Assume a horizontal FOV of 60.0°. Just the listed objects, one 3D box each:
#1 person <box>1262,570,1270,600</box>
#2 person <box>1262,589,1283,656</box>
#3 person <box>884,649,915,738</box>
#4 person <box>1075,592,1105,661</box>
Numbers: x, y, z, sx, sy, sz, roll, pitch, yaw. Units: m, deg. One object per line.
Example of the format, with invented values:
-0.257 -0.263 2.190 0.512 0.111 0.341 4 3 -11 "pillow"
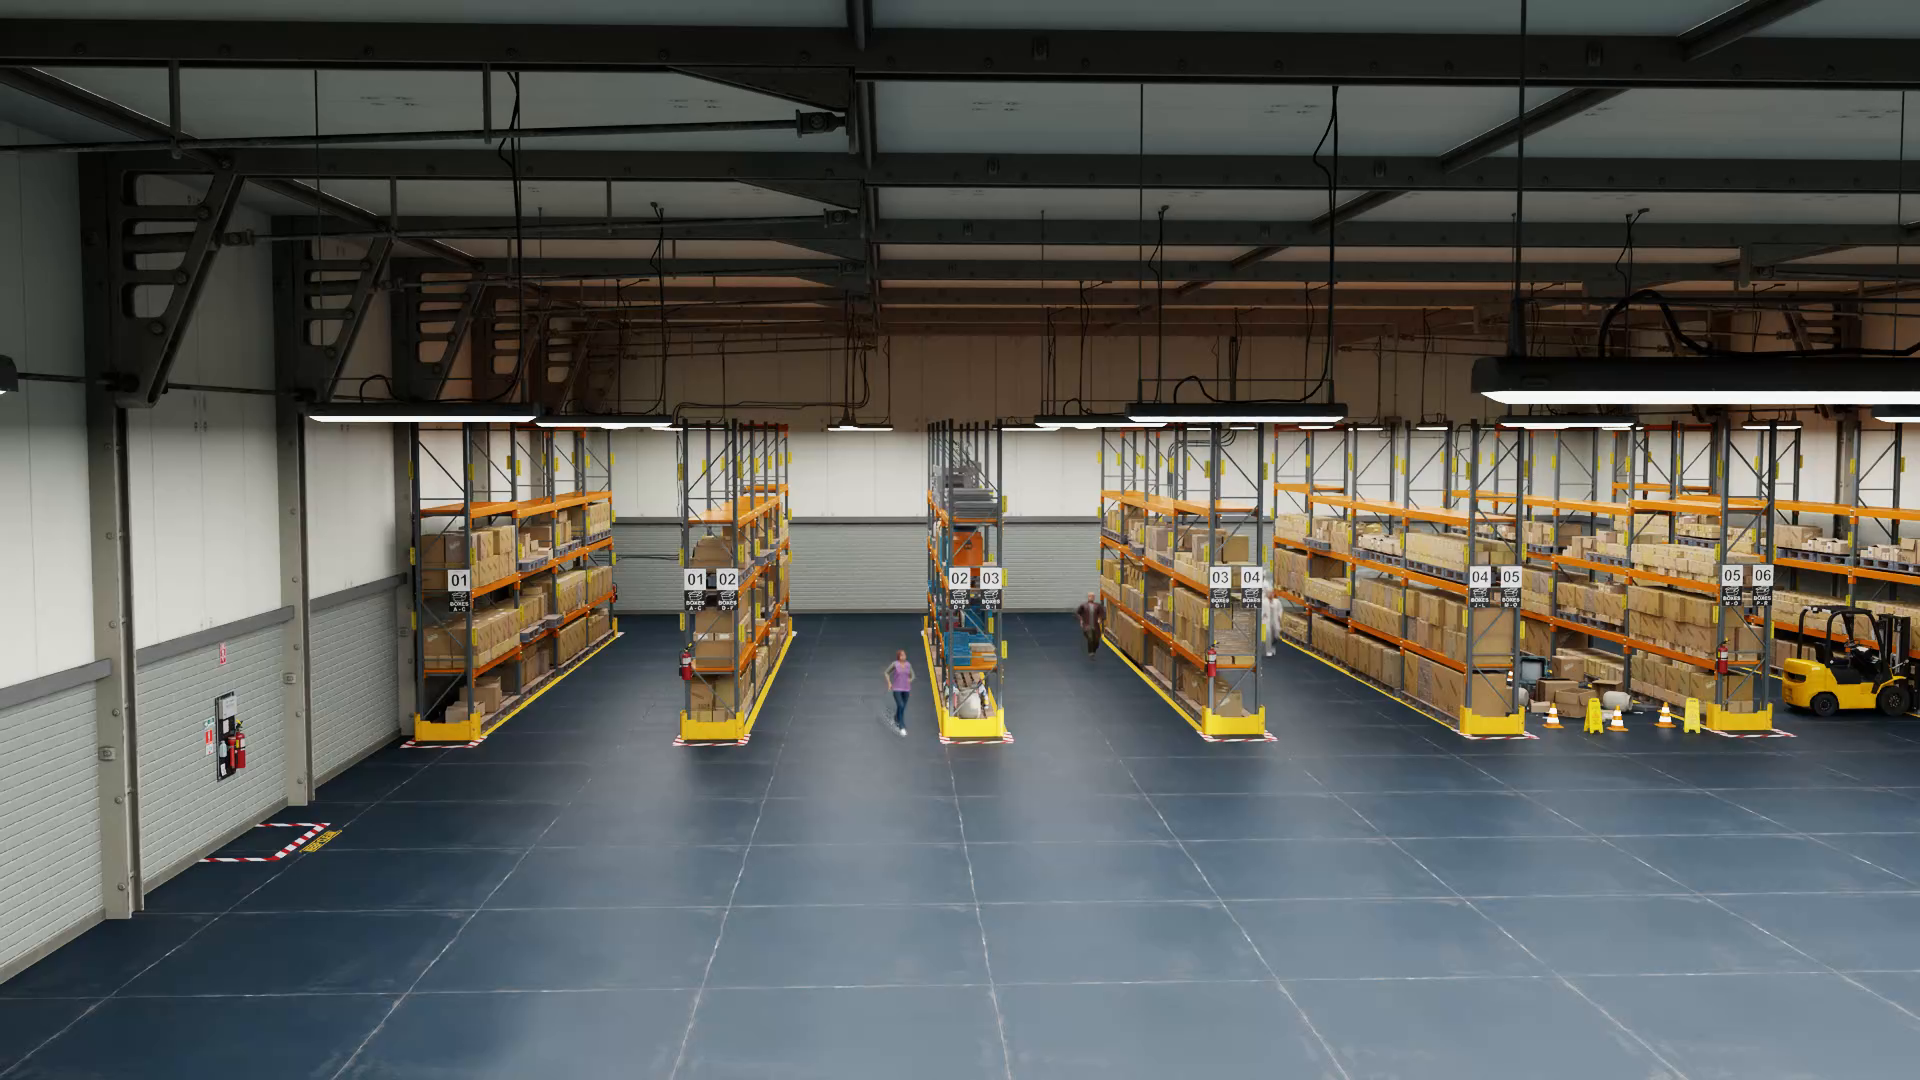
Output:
8.807 1.718 48.692 0.488 1.660 0.751 0 4 -7 "person"
7.964 2.123 42.577 0.702 1.730 0.647 0 4 -3 "person"
-1.132 2.889 31.642 0.523 1.636 0.761 -2 4 -25 "person"
3.195 2.145 40.683 0.716 1.709 0.857 0 4 -5 "person"
